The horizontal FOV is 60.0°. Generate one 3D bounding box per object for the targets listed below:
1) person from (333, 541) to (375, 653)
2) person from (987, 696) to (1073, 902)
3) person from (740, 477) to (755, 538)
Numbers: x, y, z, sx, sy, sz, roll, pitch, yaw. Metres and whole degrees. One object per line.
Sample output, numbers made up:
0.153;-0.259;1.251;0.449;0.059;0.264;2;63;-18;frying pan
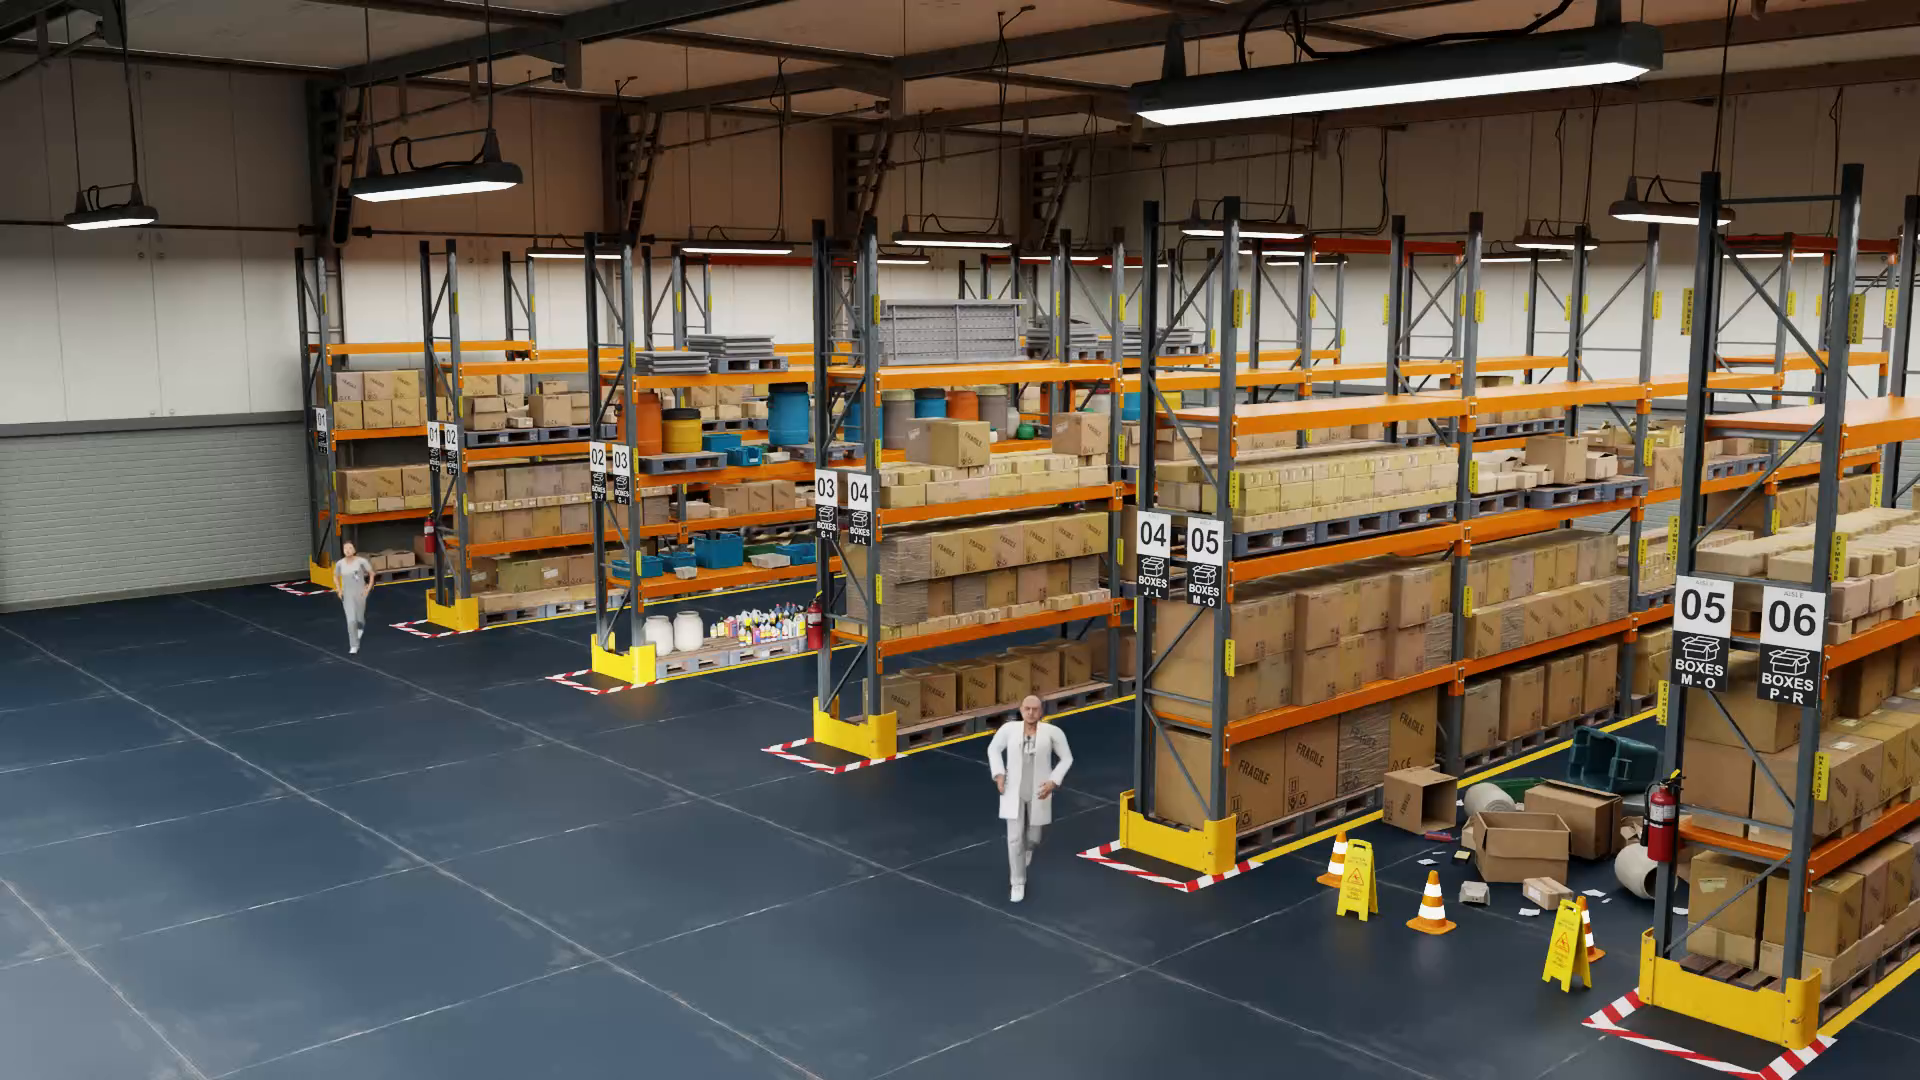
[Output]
-8.853;0.802;24.346;0.572;1.640;0.632;-2;9;-11;person
0.609;2.205;14.567;0.752;1.756;0.833;1;8;5;person
-4.103;-0.416;32.030;0.667;1.808;0.894;8;12;44;person
